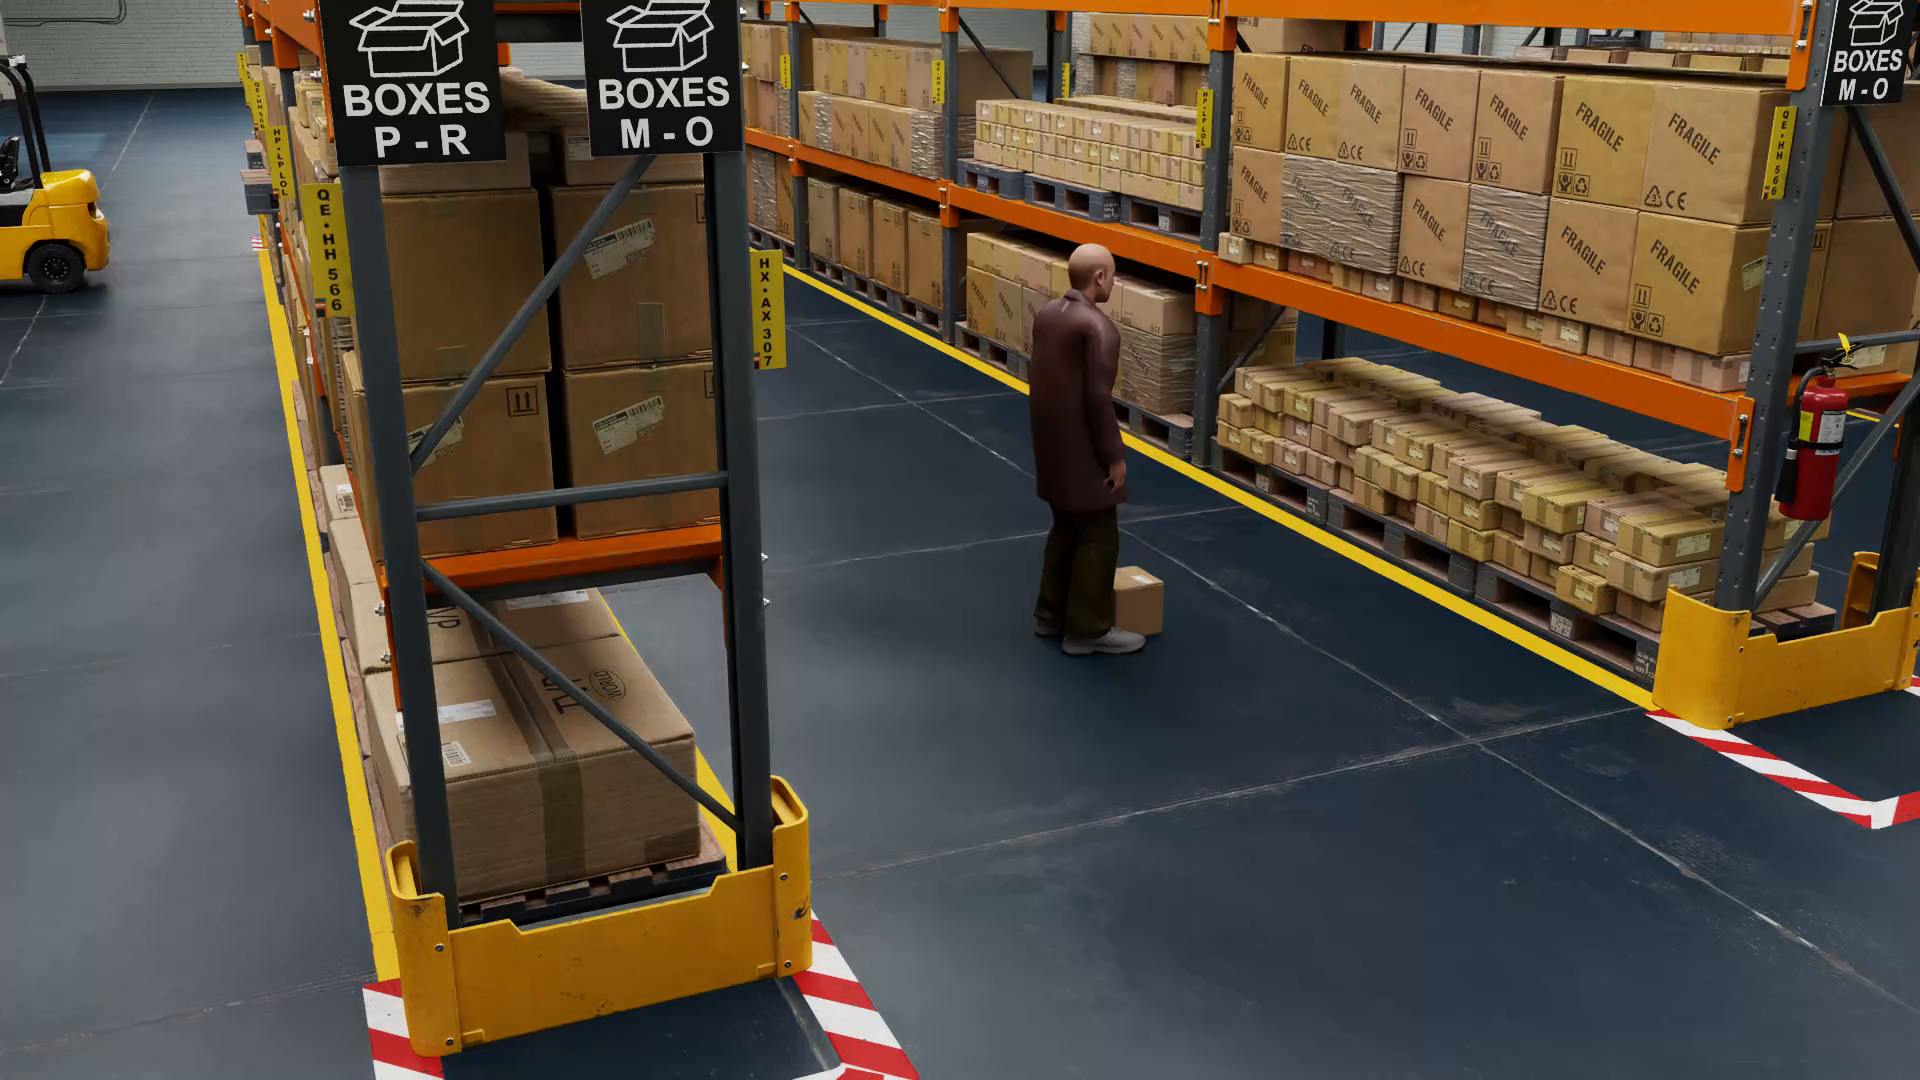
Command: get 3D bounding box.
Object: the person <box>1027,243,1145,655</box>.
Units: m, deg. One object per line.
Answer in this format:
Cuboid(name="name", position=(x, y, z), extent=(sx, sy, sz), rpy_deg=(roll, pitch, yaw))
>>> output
Cuboid(name="person", position=(0.526, -0.401, 7.283), extent=(0.429, 1.772, 0.643), rpy_deg=(-9, 21, -25))
